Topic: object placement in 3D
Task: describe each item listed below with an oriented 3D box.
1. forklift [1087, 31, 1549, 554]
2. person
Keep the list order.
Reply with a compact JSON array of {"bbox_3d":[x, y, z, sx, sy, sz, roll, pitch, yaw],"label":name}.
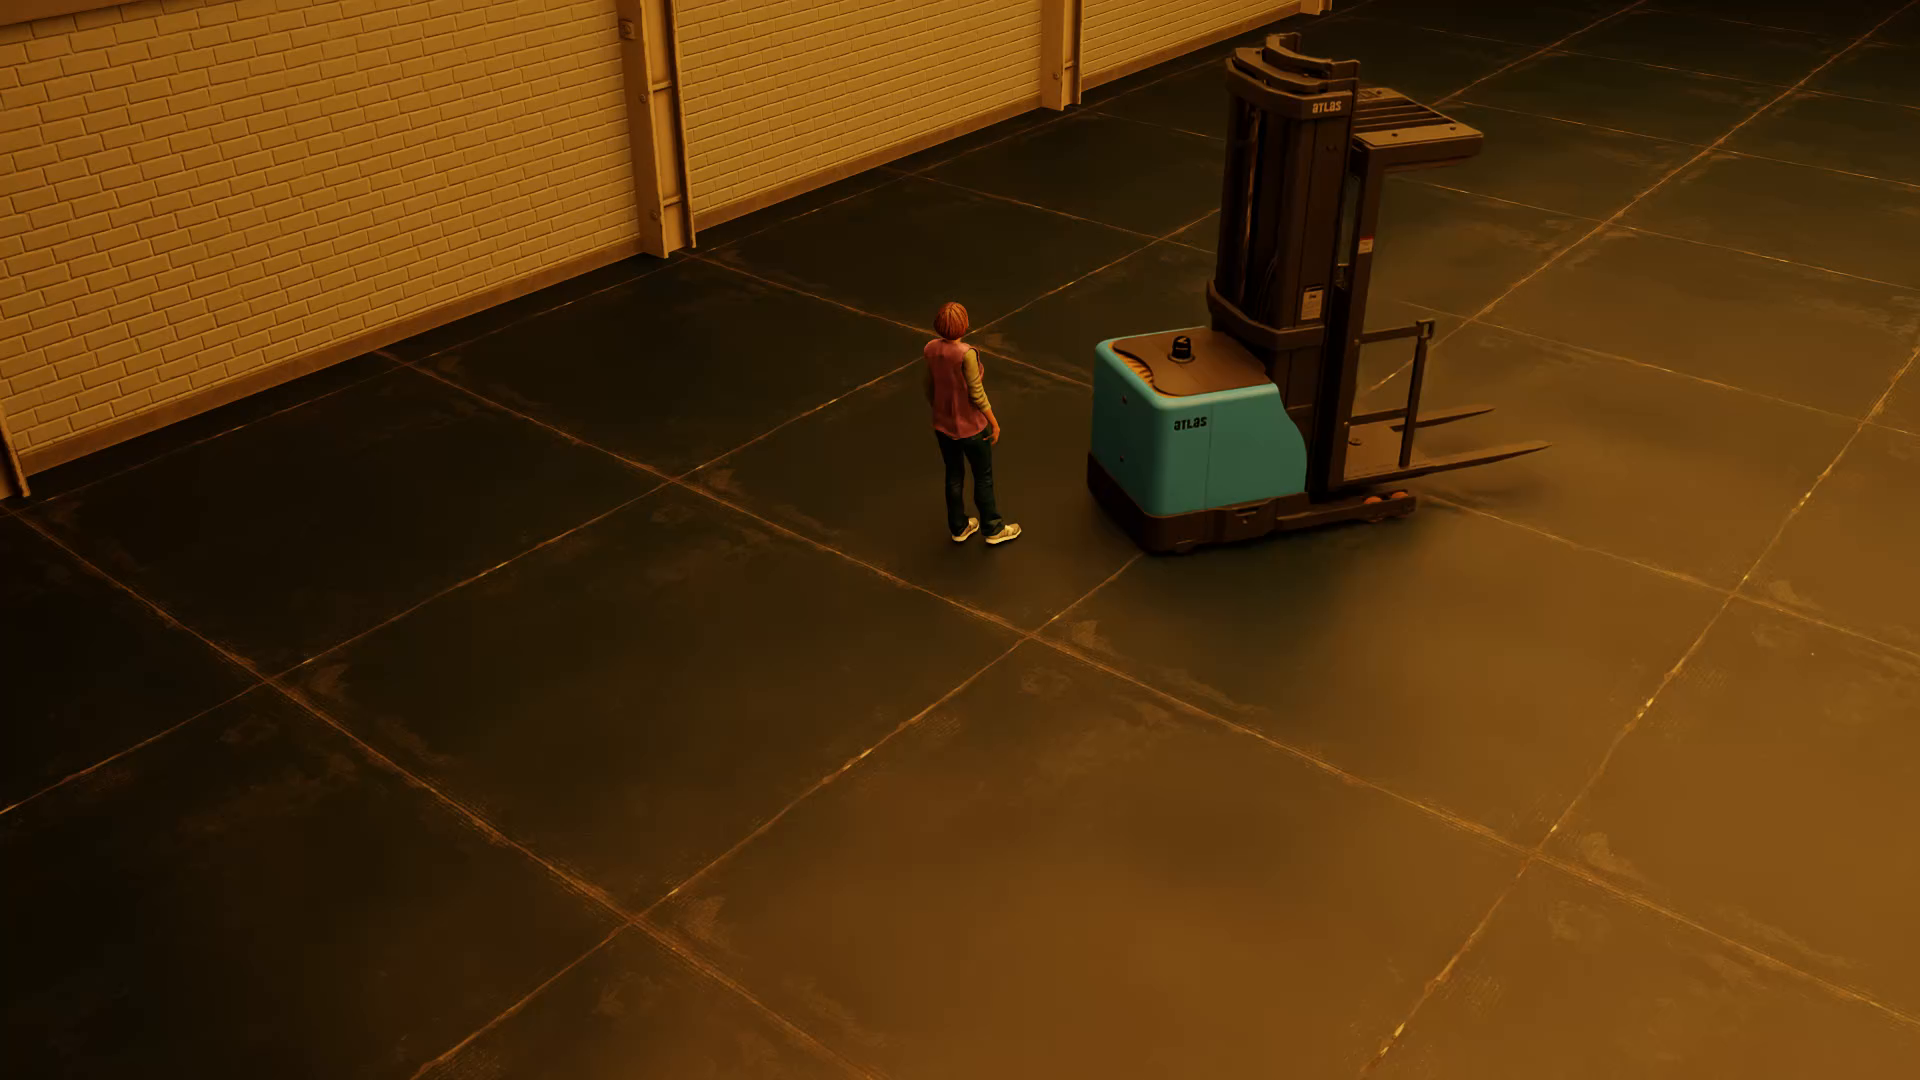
[{"bbox_3d":[2.415,-1.618,10.364,3.031,2.935,1.130,-10,32,-16],"label":"forklift"},{"bbox_3d":[0.058,-0.721,10.136,0.521,1.599,0.473,22,37,33],"label":"person"}]
